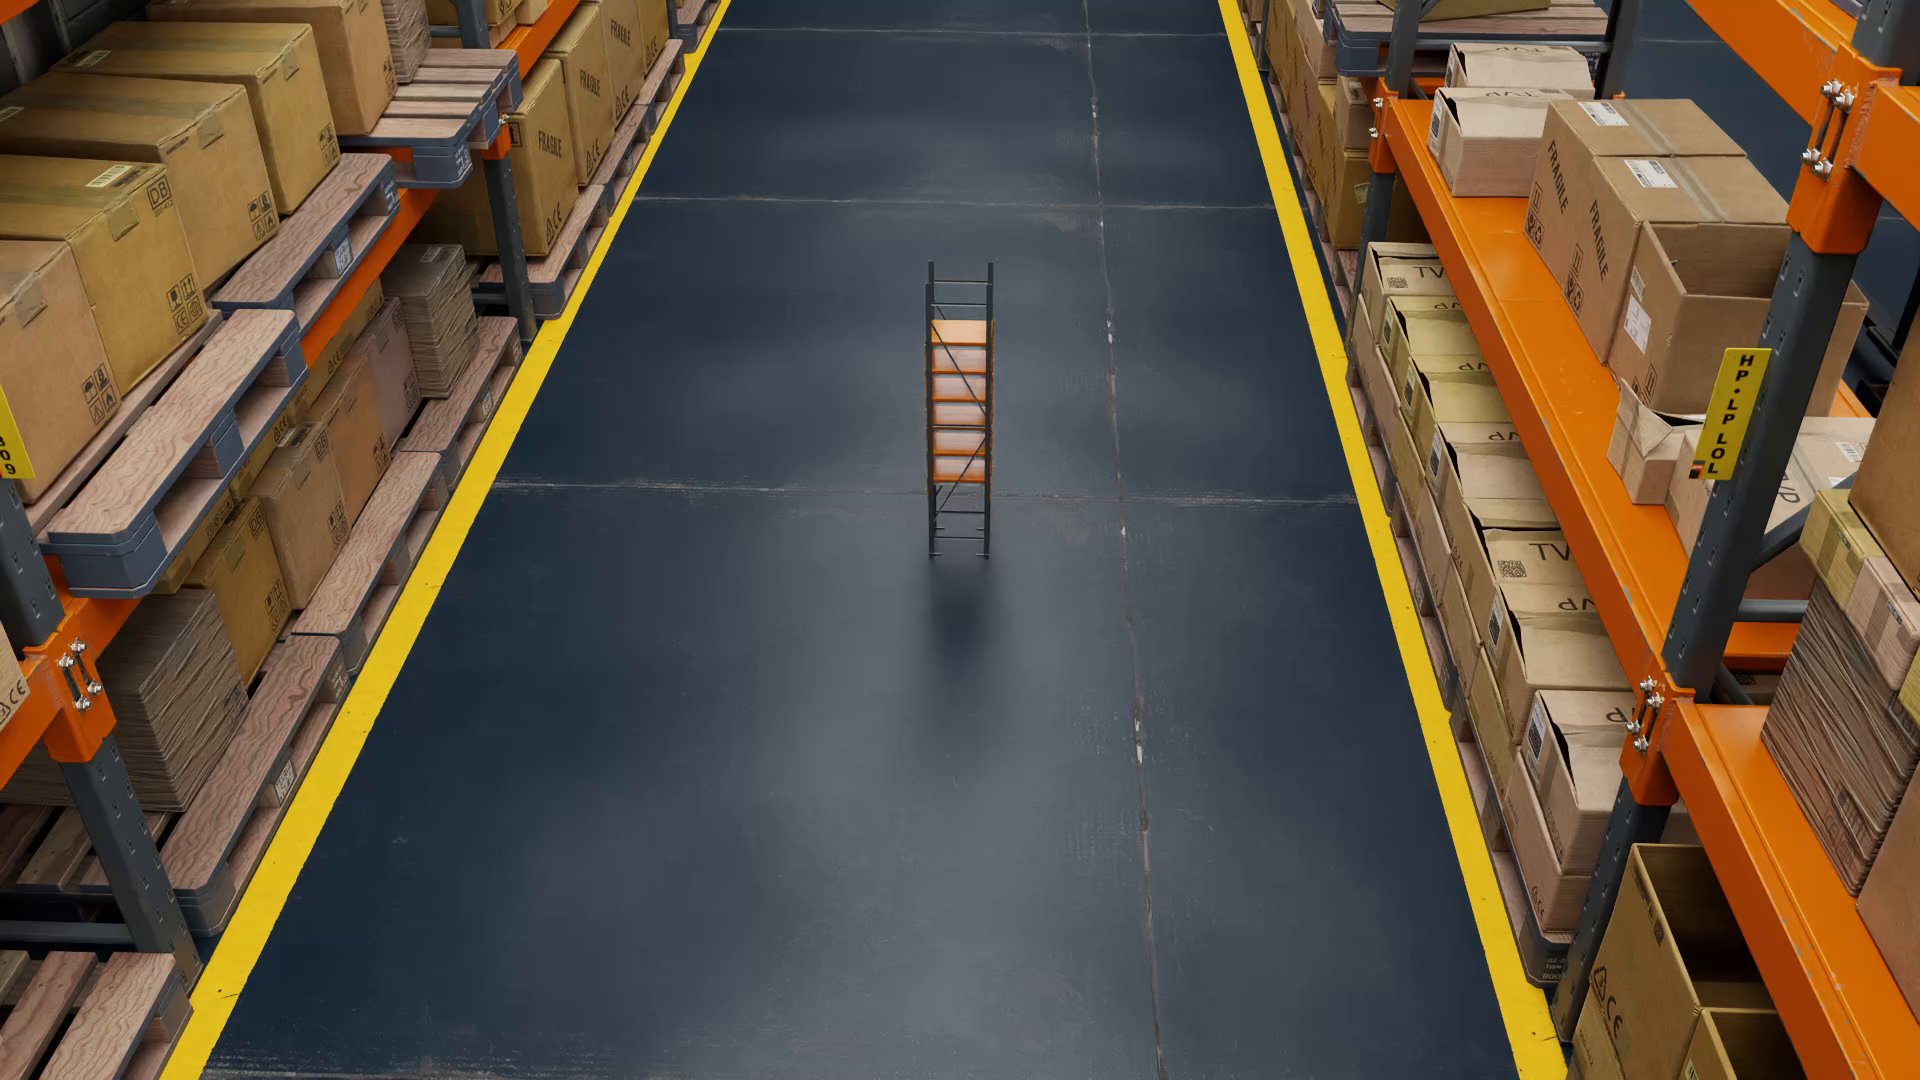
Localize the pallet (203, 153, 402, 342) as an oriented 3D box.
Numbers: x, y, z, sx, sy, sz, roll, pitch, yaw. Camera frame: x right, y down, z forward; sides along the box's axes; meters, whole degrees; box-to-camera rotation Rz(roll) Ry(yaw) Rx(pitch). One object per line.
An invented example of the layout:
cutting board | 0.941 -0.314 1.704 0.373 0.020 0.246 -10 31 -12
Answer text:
pallet | -2.625 -1.014 5.750 1.003 0.211 1.213 1 35 2

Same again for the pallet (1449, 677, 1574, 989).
pallet | 2.193 0.897 5.290 1.003 0.211 1.213 1 35 2

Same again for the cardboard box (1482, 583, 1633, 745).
cardboard box | 1.947 0.365 5.160 0.500 0.311 0.500 2 35 3

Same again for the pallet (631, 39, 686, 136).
pallet | -2.381 -2.943 10.753 1.003 0.211 1.213 1 35 2

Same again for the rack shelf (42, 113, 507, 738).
rack shelf | -2.667 -0.787 5.887 1.077 0.370 4.000 1 35 2

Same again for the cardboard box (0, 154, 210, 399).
cardboard box | -2.663 -0.766 4.761 0.700 0.500 0.500 5 35 7

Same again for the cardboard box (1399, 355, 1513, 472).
cardboard box | 2.014 -0.505 6.399 0.500 0.311 0.500 0 35 1

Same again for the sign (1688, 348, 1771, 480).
sign | 1.660 -0.268 3.585 0.100 0.325 0.005 1 35 2

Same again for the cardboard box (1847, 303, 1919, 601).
cardboard box | 2.191 -0.137 3.120 0.700 0.500 0.500 1 35 2

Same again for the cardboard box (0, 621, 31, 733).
cardboard box | -2.463 0.400 3.685 0.500 0.250 0.500 1 35 2

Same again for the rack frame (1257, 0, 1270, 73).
rack frame | 2.524 -4.416 10.425 1.000 3.000 0.127 1 35 2

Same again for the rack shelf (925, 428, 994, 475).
rack shelf | -0.001 -0.348 6.488 0.258 0.103 0.180 1 35 2

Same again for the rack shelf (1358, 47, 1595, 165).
rack shelf | 2.444 -2.973 8.997 1.077 0.370 4.000 1 35 2

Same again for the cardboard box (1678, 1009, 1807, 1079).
cardboard box | 1.859 1.373 3.562 0.500 0.500 0.500 1 35 2

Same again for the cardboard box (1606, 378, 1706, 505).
cardboard box | 2.055 -0.274 4.649 0.396 0.266 0.258 1 35 1

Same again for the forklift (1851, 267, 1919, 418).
forklift | 4.621 -1.591 6.464 1.130 2.935 3.031 1 35 1

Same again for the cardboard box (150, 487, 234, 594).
cardboard box | -2.720 -0.073 5.384 0.500 0.250 0.500 1 35 1

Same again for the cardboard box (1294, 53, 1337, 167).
cardboard box | 2.202 -2.417 9.372 0.500 0.500 0.500 0 35 0

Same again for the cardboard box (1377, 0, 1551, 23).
cardboard box | 2.276 -2.695 7.524 0.700 0.500 0.500 -10 36 -14

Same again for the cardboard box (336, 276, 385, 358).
cardboard box | -2.649 -0.954 6.637 0.500 0.250 0.500 2 35 3

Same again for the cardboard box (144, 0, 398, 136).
cardboard box | -2.591 -1.859 6.317 0.700 0.500 0.500 -2 35 -3

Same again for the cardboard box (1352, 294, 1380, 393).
cardboard box | 2.049 -0.871 7.406 0.500 0.250 0.500 1 35 2

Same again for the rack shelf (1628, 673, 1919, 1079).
rack shelf | 2.122 1.623 2.457 1.077 0.370 4.000 1 35 2

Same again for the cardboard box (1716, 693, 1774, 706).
cardboard box | 2.468 0.672 4.723 0.500 0.311 0.500 1 35 2

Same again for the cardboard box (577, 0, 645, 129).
cardboard box | -2.355 -2.934 9.820 0.750 0.750 0.750 2 35 3

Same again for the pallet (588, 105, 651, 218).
pallet | -2.428 -2.240 9.753 1.003 0.211 1.213 1 35 2

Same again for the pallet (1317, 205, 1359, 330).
pallet | 2.431 -1.405 8.566 1.003 0.211 1.213 1 35 2

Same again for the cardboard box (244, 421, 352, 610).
cardboard box | -2.703 -0.103 6.079 0.700 0.500 0.500 2 35 2

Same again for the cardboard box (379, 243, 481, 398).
cardboard box | -2.563 -0.973 7.317 0.700 0.500 0.500 2 35 3

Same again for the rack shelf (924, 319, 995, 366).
rack shelf | -0.001 -0.741 6.212 0.258 0.103 0.180 1 35 2

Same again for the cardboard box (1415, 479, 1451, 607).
cardboard box | 1.994 0.011 6.151 0.500 0.250 0.500 2 35 3

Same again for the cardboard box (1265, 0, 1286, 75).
cardboard box | 2.261 -3.301 10.630 0.500 0.500 0.500 0 35 0

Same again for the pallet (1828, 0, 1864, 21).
pallet | 2.225 -1.476 3.799 0.805 0.209 1.217 0 35 0

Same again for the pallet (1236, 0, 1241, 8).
pallet | 2.599 -4.373 12.788 1.003 0.211 1.213 1 35 2

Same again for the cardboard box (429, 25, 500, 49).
cardboard box | -2.342 -2.320 7.643 0.380 0.149 0.250 1 35 1

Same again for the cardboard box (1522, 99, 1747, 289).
cardboard box | 2.312 -1.195 5.754 0.500 0.500 0.500 0 35 -1

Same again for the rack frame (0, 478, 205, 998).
rack frame | -2.747 0.068 4.045 1.000 3.000 0.127 1 35 2

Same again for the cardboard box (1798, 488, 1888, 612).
cardboard box | 1.998 0.024 3.457 0.380 0.149 0.250 1 35 2

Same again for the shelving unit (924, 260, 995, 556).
shelving unit | -0.001 -0.483 6.393 0.258 1.200 0.189 1 35 2

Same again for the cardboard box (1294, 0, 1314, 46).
cardboard box | 2.221 -3.034 9.597 0.500 0.250 0.500 1 35 2

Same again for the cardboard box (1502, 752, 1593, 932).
cardboard box | 1.930 0.888 4.904 0.500 0.250 0.500 1 35 1
